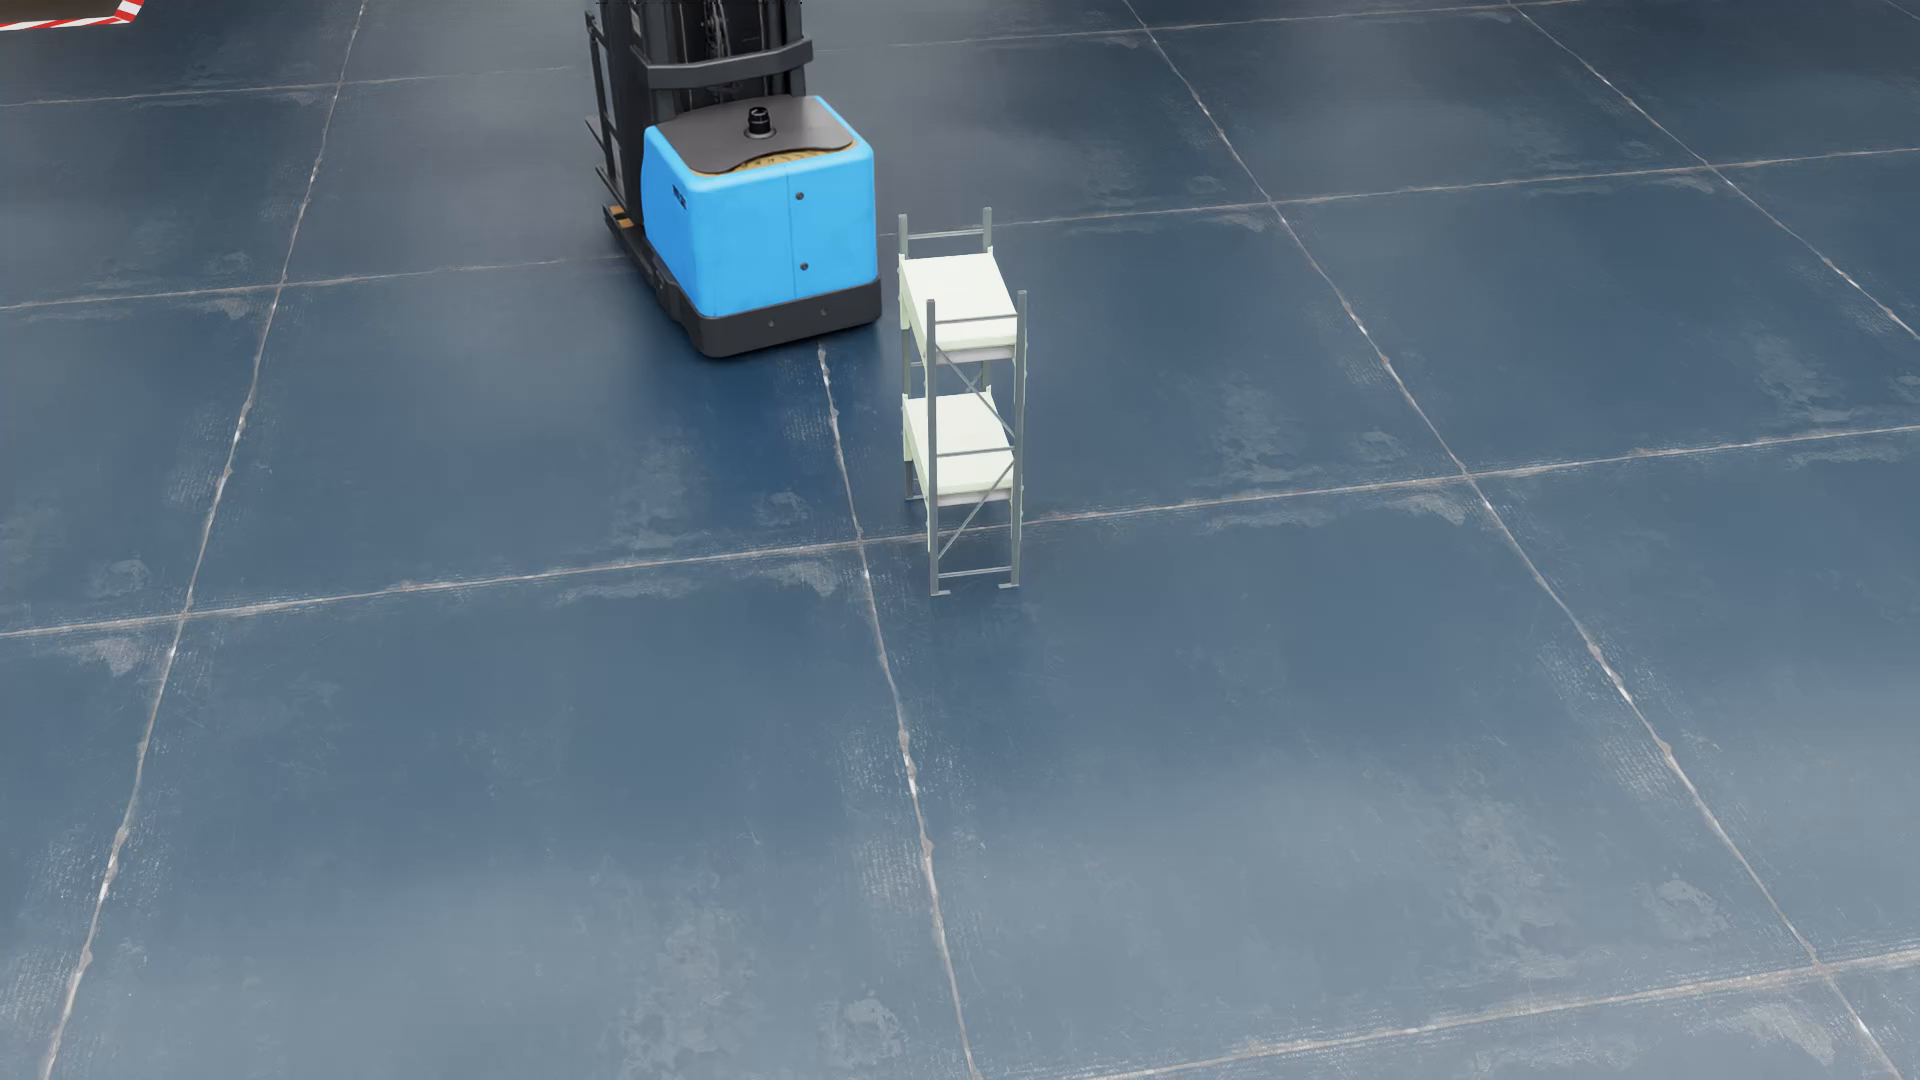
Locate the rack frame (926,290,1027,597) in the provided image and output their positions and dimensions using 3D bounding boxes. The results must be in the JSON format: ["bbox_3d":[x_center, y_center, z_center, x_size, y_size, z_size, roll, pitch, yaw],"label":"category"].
[{"bbox_3d":[0.065,-0.367,7.000,0.400,1.500,0.023,-6,38,-8],"label":"rack frame"}]

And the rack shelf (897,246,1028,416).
[{"bbox_3d":[0.001,-0.896,7.045,0.431,0.370,0.720,-6,38,-8],"label":"rack shelf"}]

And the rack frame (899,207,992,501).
[{"bbox_3d":[-0.063,-0.809,7.569,0.400,1.500,0.023,-6,38,-8],"label":"rack frame"}]

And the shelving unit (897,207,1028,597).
[{"bbox_3d":[0.001,-0.588,7.285,0.431,1.500,0.755,-6,38,-8],"label":"shelving unit"}]

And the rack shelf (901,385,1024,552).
[{"bbox_3d":[0.001,-0.331,7.485,0.431,0.370,0.720,-6,38,-8],"label":"rack shelf"}]

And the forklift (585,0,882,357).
[{"bbox_3d":[-1.523,-3.032,9.264,1.130,2.935,3.031,-16,41,-20],"label":"forklift"}]
